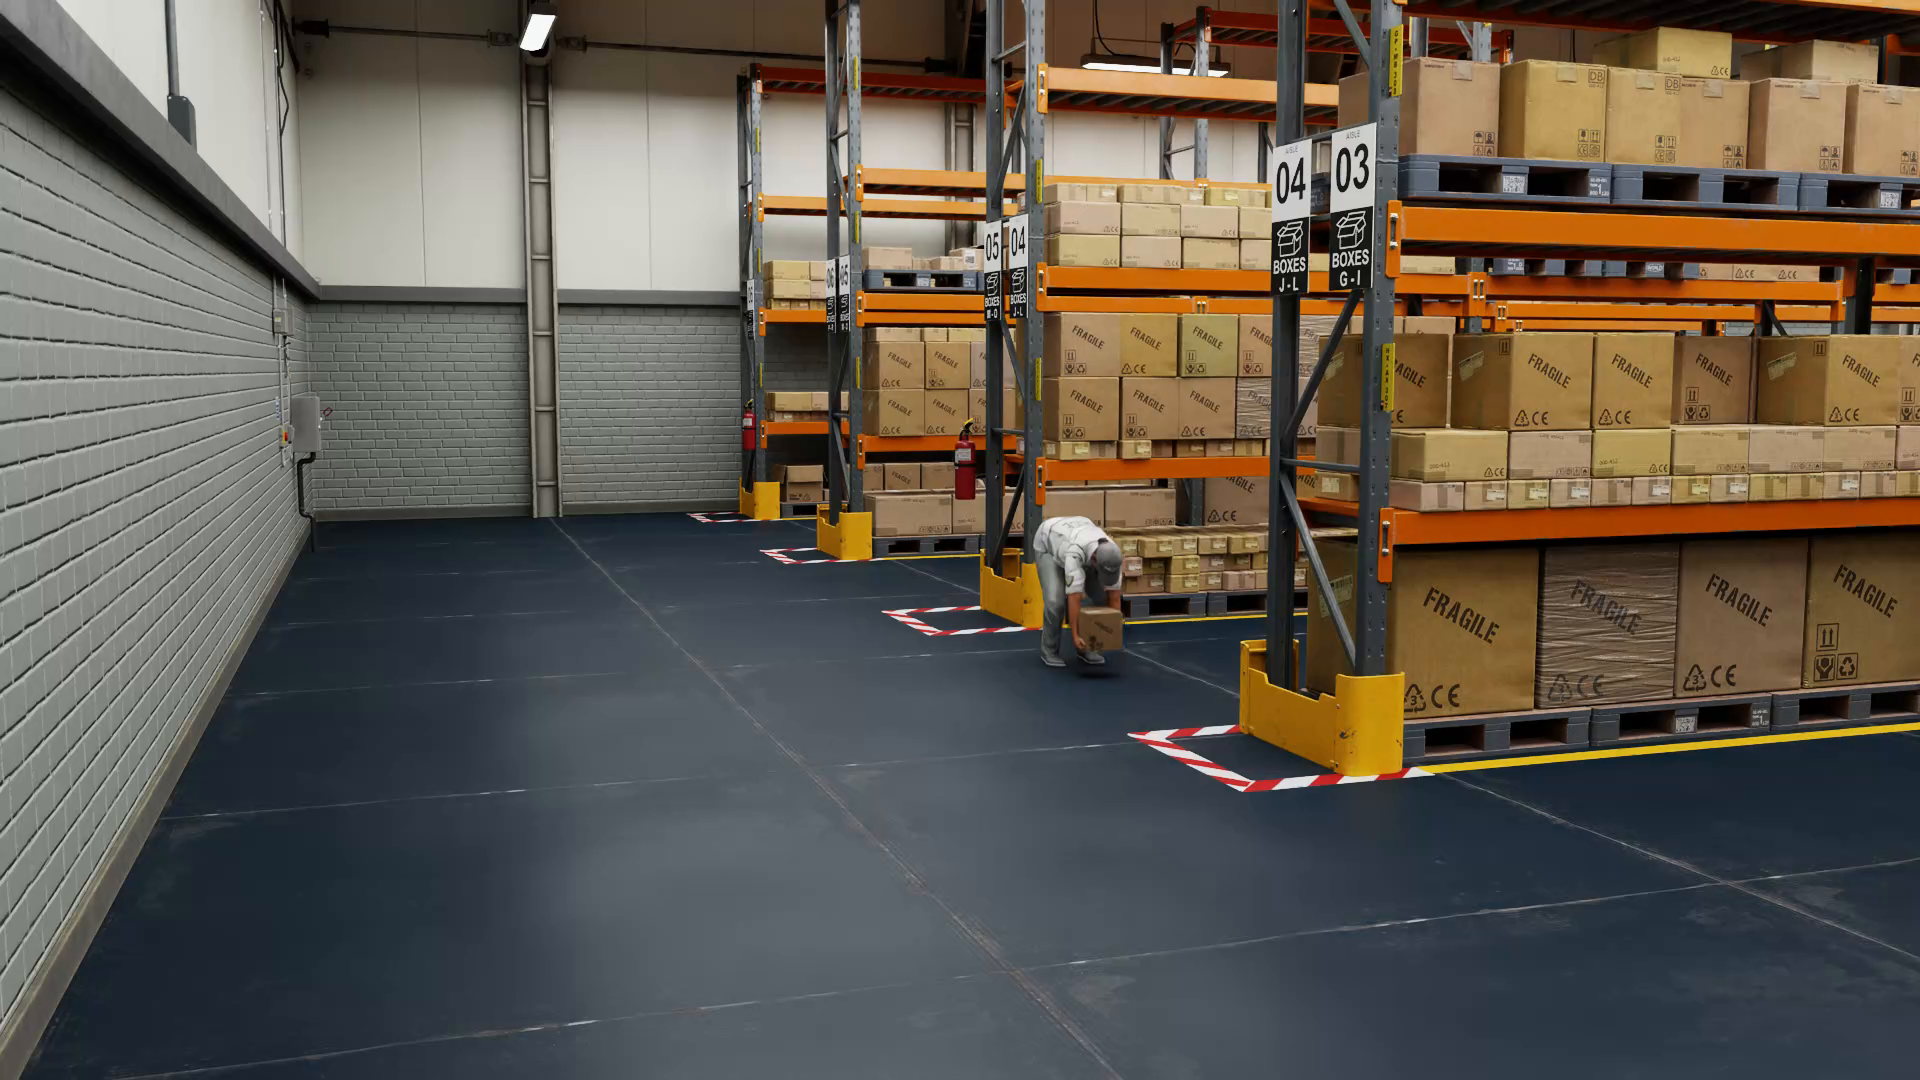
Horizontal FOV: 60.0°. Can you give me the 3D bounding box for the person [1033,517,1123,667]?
[{"bbox_3d":[0.833,0.365,11.207,0.497,1.014,0.950,-2,6,-21],"label":"person"}]
